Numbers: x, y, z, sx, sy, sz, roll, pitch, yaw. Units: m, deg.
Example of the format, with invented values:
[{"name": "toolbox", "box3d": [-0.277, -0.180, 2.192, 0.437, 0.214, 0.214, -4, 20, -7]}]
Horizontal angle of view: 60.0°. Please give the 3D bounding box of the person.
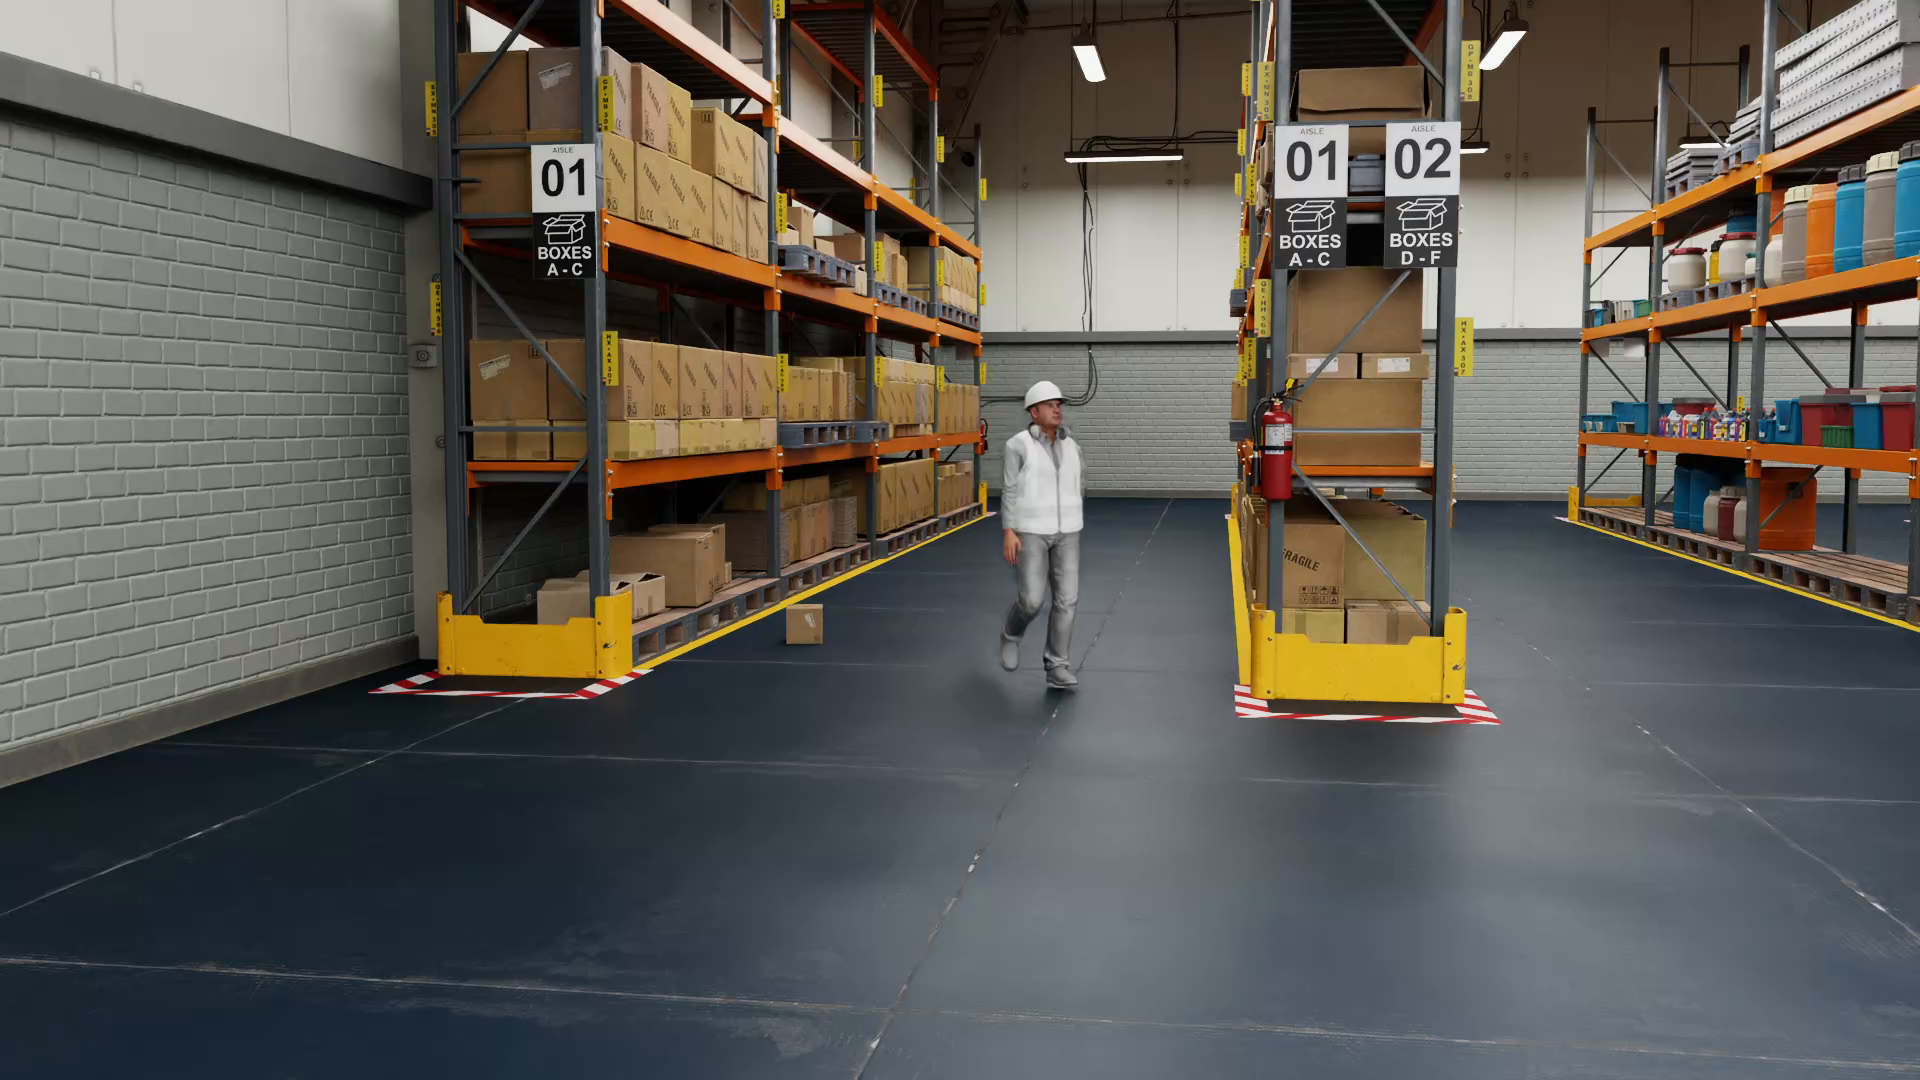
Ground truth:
[{"name": "person", "box3d": [0.490, -0.046, 9.730, 0.545, 1.759, 0.597, -2, 5, -23]}]
